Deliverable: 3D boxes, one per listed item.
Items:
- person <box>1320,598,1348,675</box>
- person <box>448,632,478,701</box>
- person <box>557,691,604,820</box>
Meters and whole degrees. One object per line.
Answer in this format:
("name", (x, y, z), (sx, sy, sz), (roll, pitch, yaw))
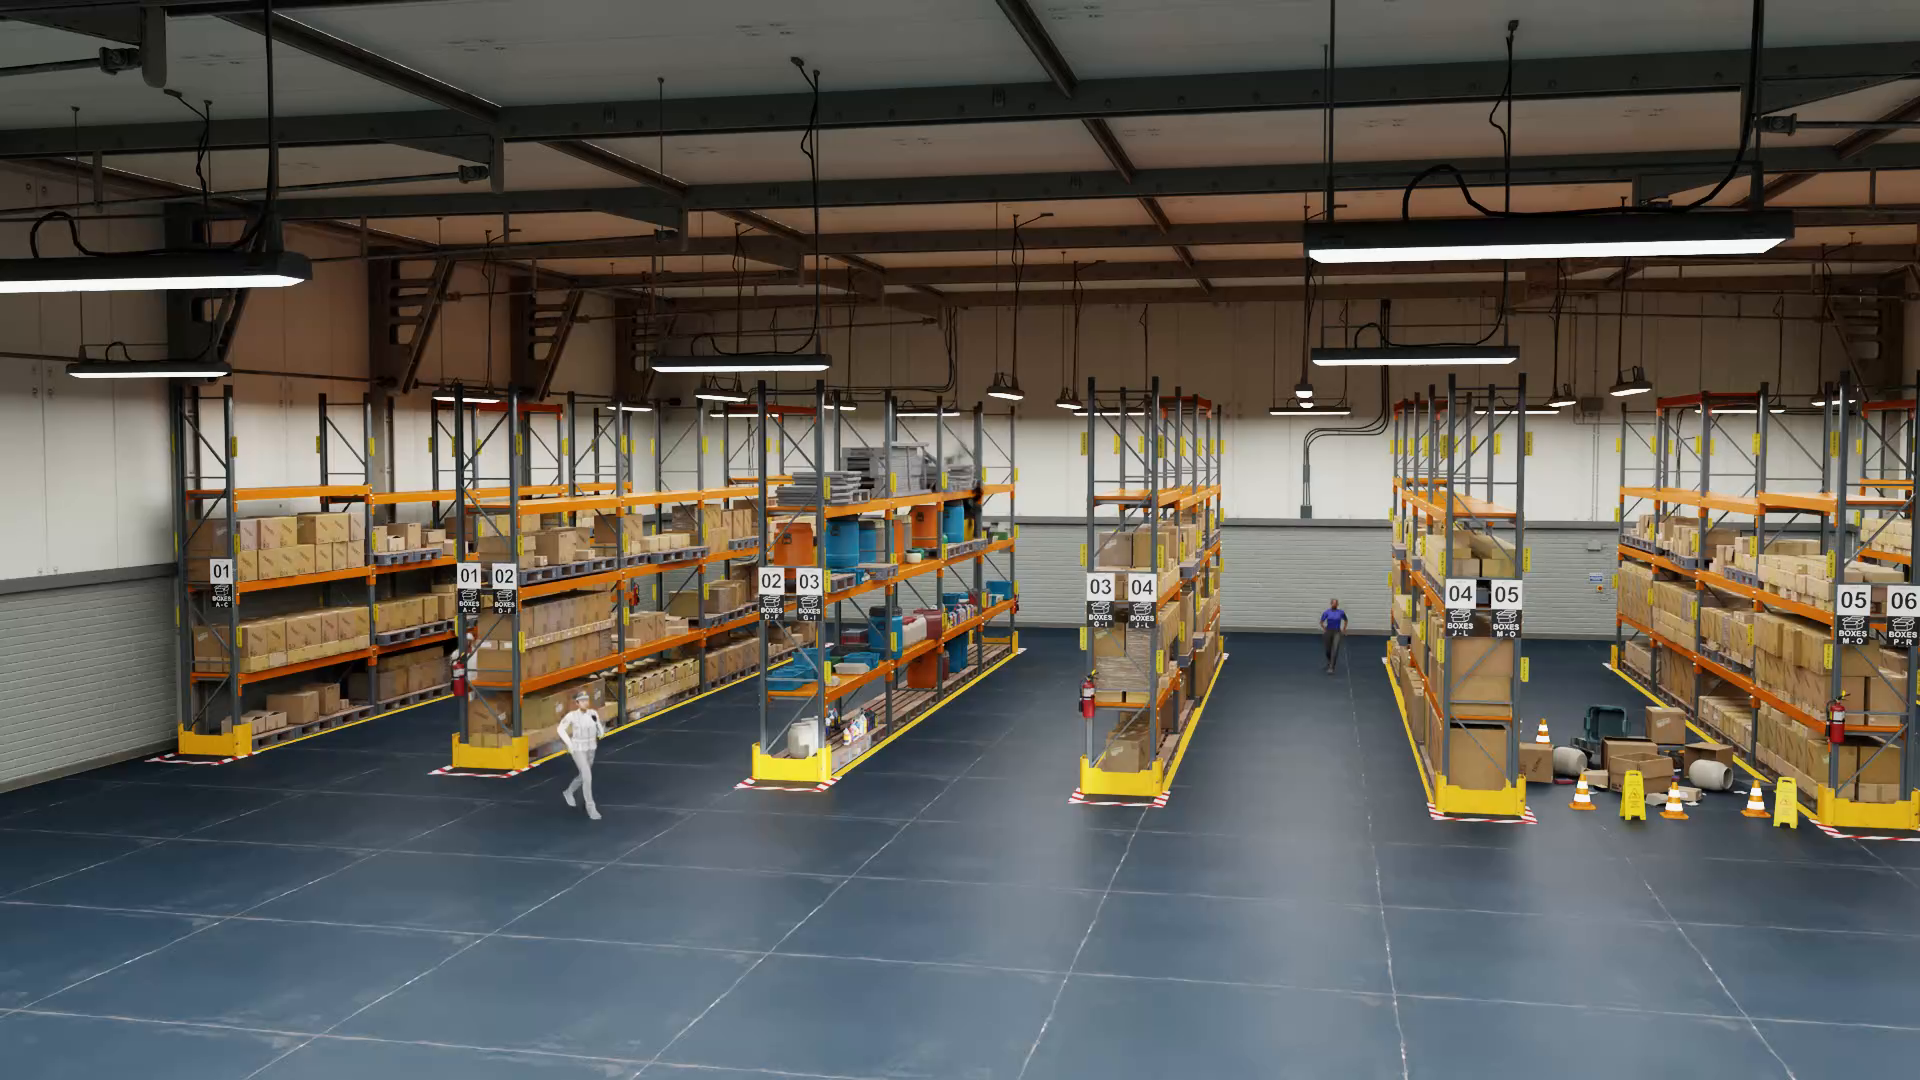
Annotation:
("person", (8.300, 2.120, 36.949), (0.609, 1.651, 0.914), (1, 3, 15))
("person", (-8.553, 2.509, 28.865), (0.673, 1.812, 0.706), (0, 3, 8))
("person", (-5.129, 2.887, 22.656), (0.869, 1.717, 0.598), (3, 4, 44))
